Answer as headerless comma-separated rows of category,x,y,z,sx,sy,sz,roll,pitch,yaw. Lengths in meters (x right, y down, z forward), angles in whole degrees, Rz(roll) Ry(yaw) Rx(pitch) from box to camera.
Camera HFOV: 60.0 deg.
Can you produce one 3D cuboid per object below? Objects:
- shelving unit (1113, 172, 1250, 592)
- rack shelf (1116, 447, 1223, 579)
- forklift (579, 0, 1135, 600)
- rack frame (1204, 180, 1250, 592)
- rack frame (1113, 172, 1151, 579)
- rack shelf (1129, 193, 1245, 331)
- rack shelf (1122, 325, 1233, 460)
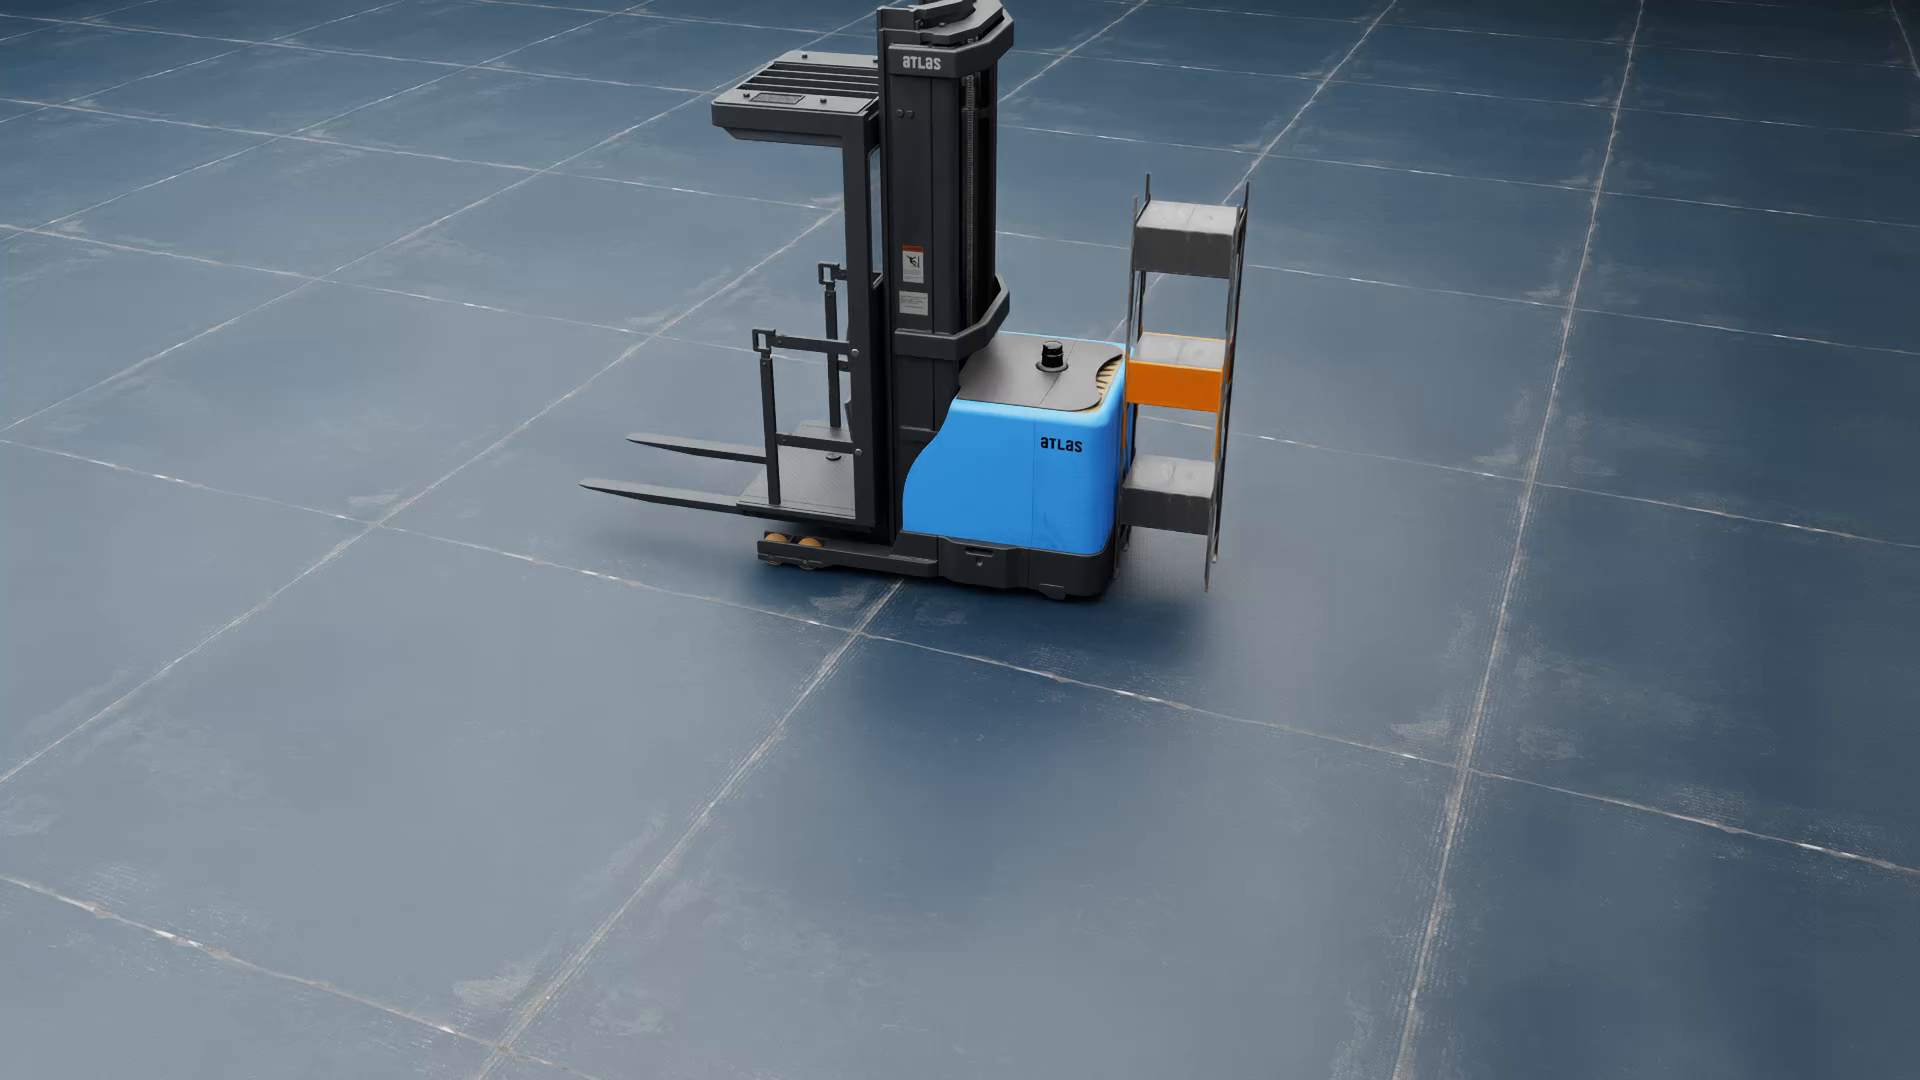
shelving unit,1.114,-0.768,8.476,0.503,2.100,0.431,8,30,13
rack shelf,1.114,-0.147,8.827,0.480,0.518,0.431,8,30,13
forklift,-0.600,-1.357,8.673,3.031,2.935,1.130,8,30,13
rack frame,1.349,-0.737,8.420,0.015,2.100,0.400,8,30,13
rack frame,0.878,-0.800,8.532,0.015,2.100,0.400,8,30,13
rack shelf,1.114,-1.366,8.138,0.480,0.518,0.431,8,30,13
rack shelf,1.114,-0.757,8.482,0.480,0.518,0.431,8,30,13
